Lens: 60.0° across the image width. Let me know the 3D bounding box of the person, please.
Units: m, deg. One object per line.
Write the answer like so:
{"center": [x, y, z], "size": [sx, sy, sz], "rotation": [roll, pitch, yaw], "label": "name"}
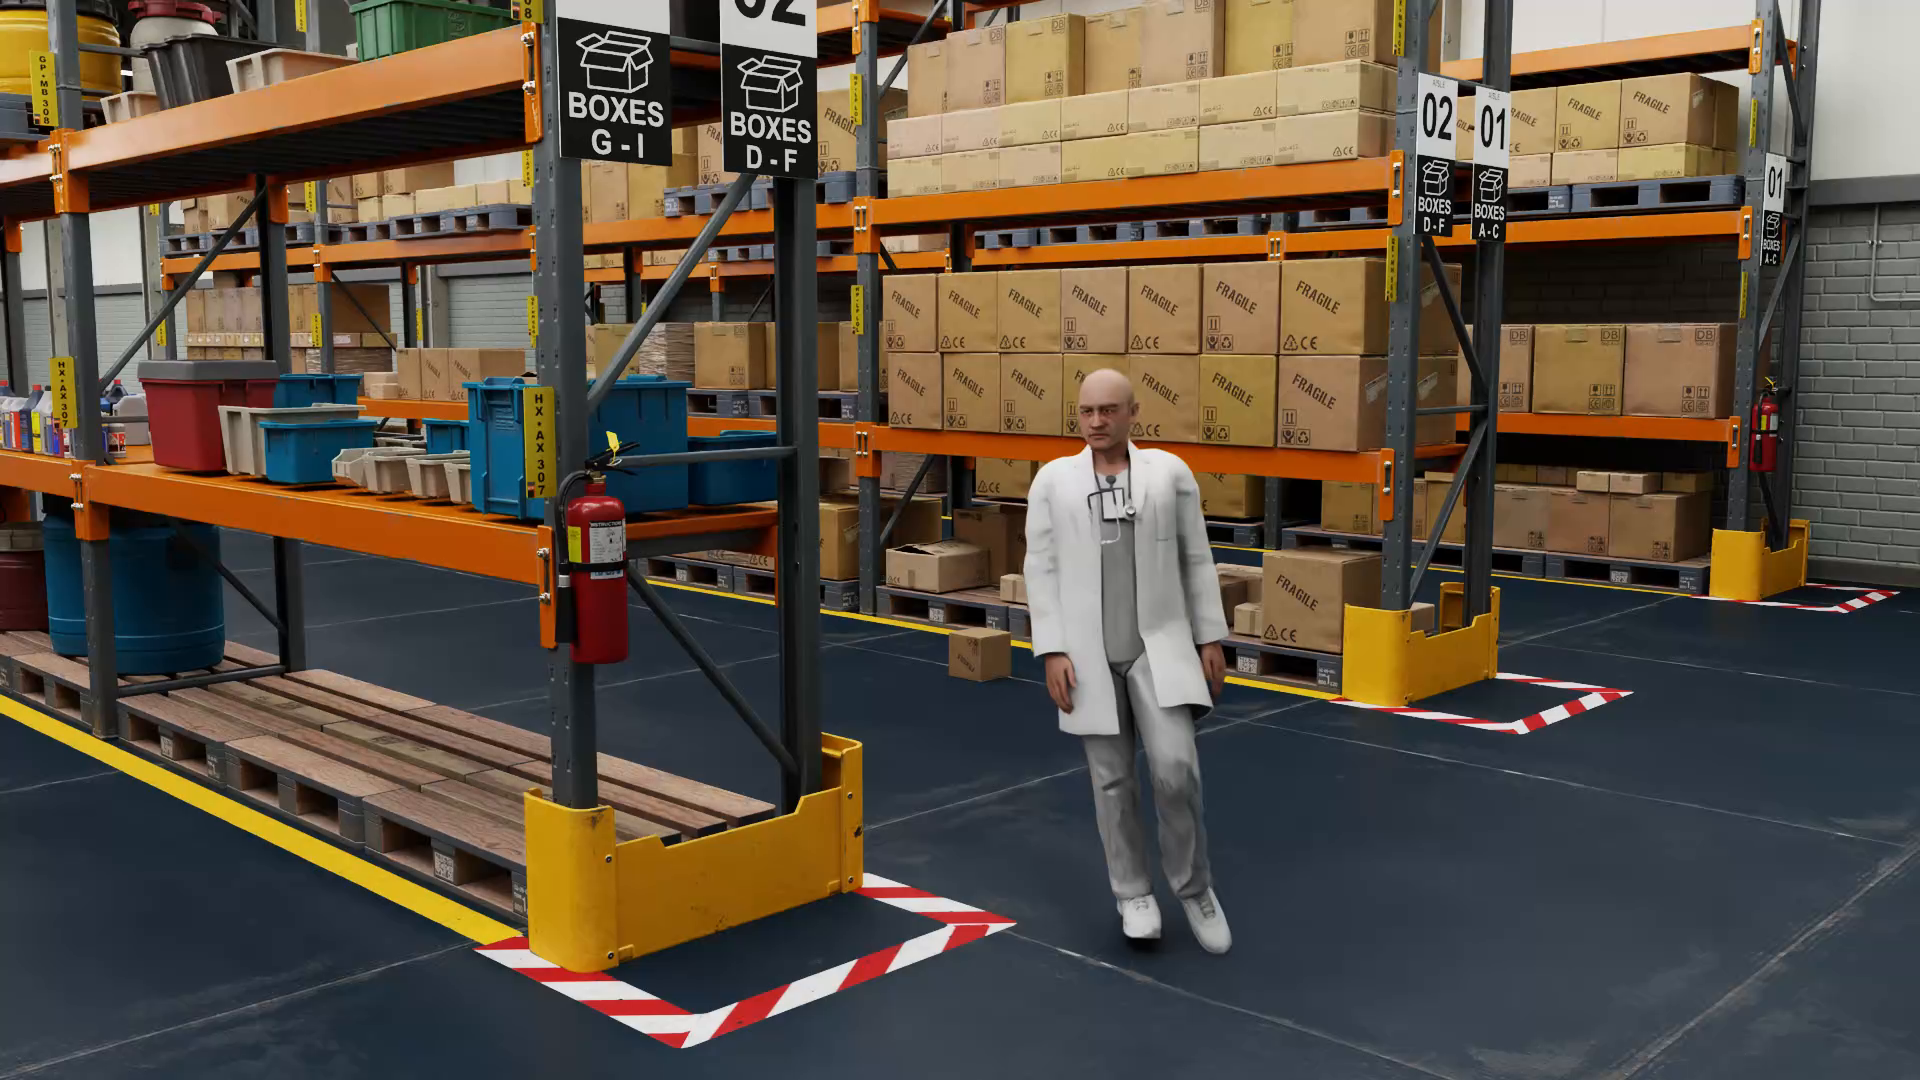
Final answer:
{"center": [0.521, 0.374, 5.136], "size": [0.658, 1.794, 0.503], "rotation": [1, 7, 5], "label": "person"}
